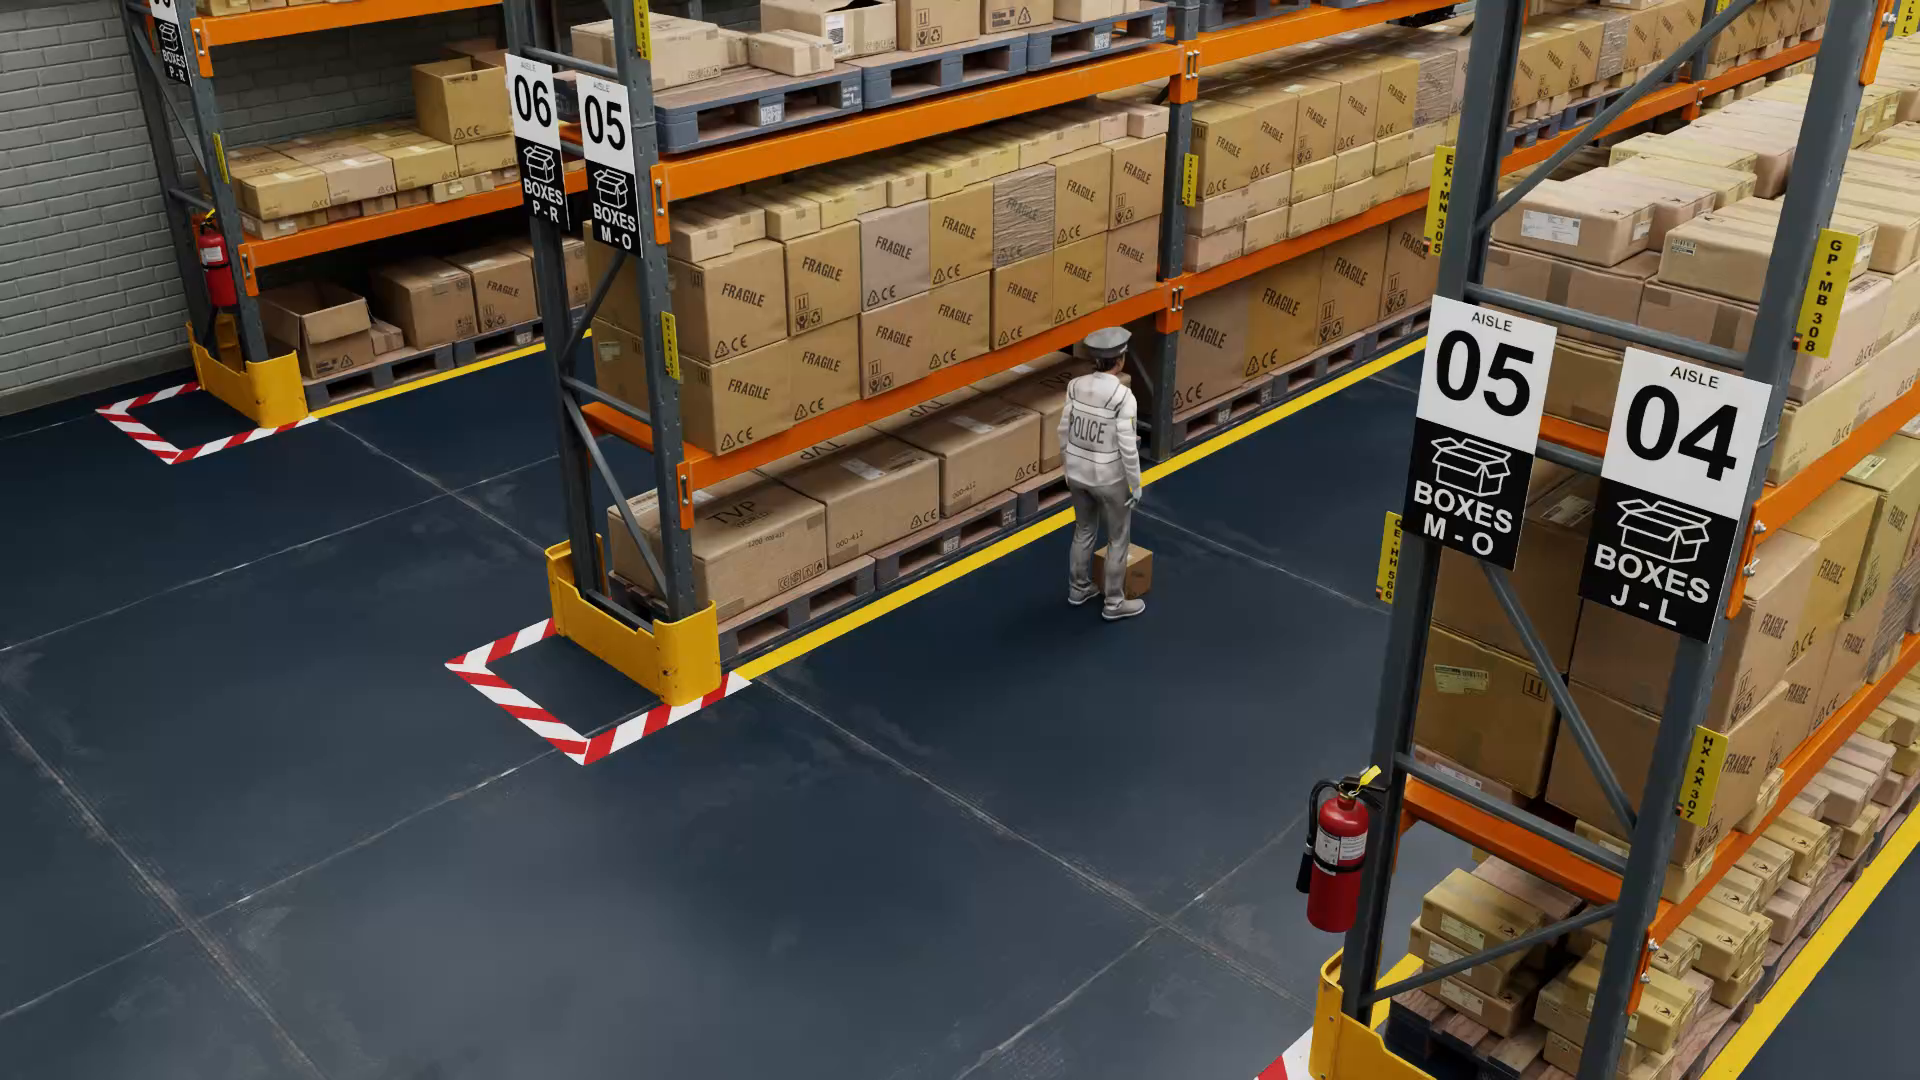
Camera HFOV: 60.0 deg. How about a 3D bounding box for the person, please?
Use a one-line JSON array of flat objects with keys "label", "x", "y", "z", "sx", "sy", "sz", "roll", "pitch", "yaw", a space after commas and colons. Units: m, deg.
[{"label": "person", "x": 0.786, "y": -0.358, "z": 9.293, "sx": 0.535, "sy": 1.662, "sz": 0.373, "roll": 22, "pitch": 35, "yaw": 36}]
